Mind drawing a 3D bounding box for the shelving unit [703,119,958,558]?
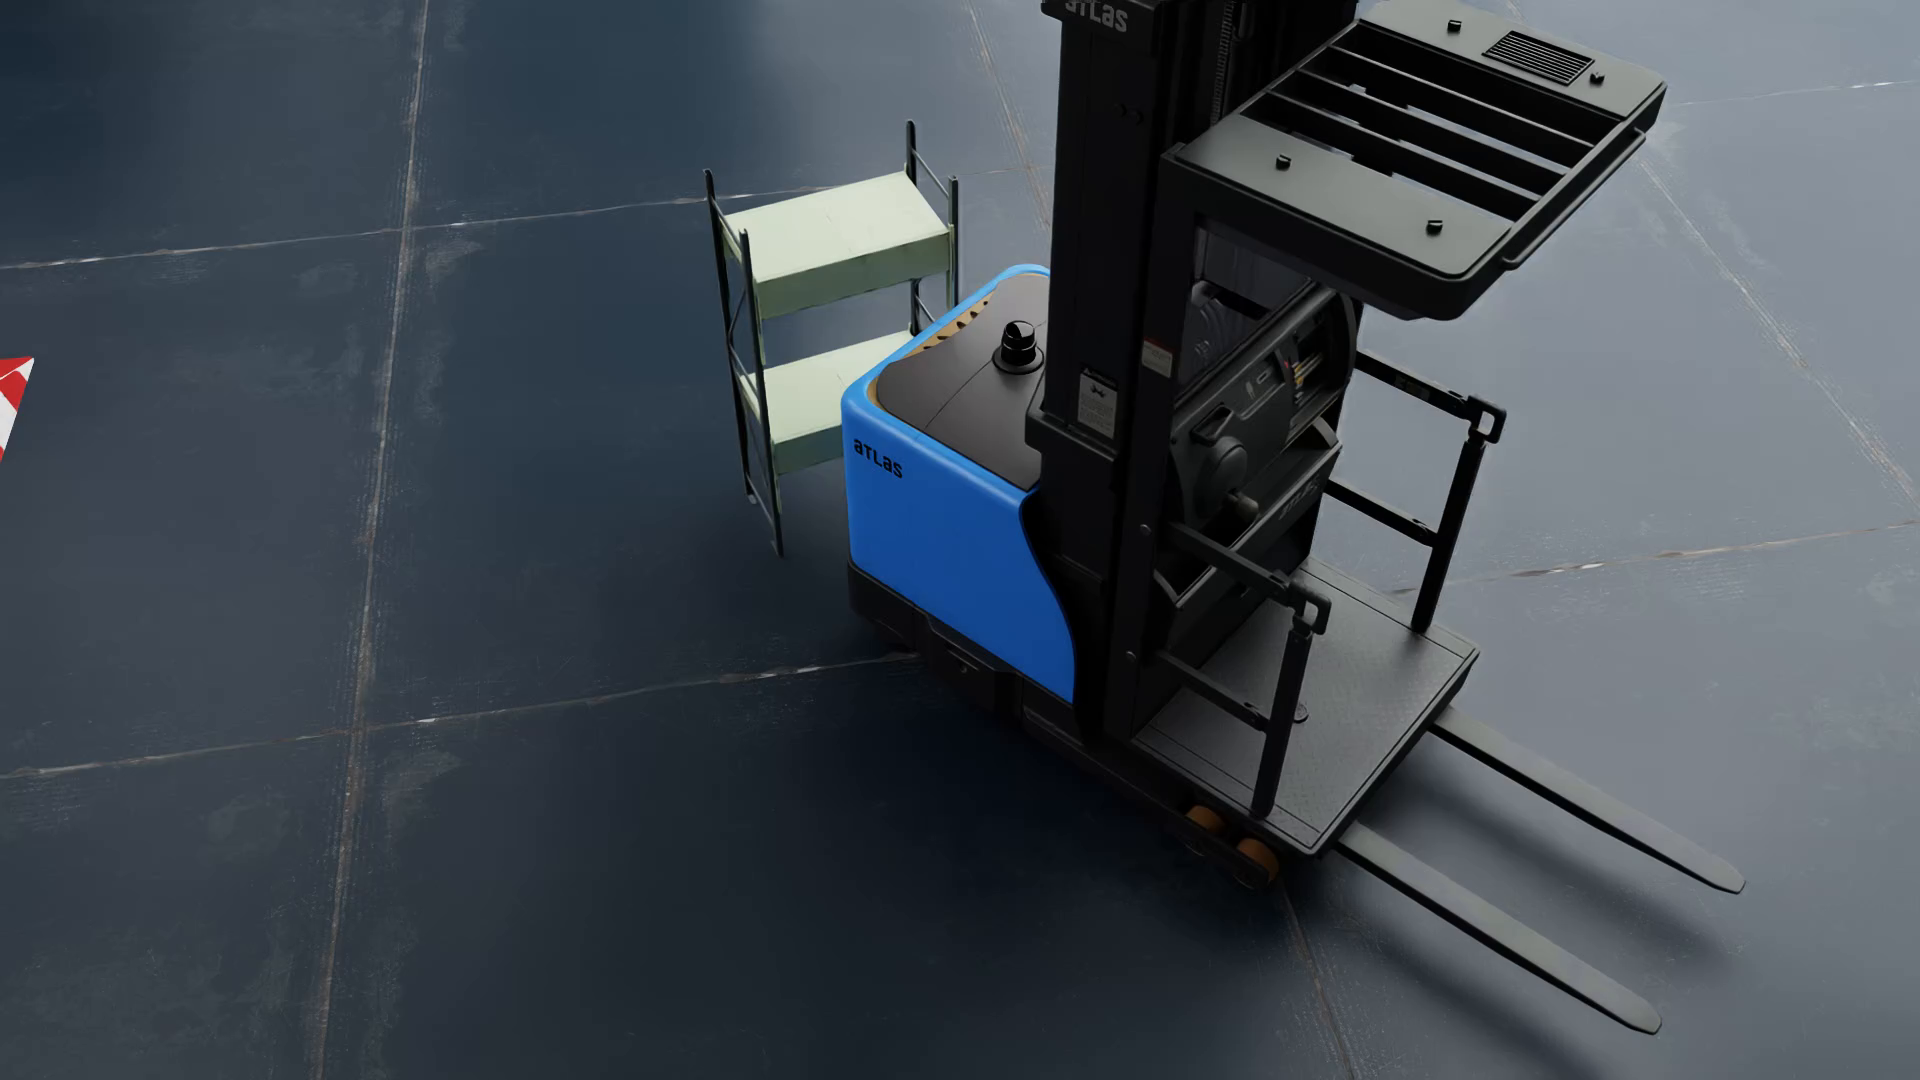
[{"bbox_3d":[-0.431,-0.693,6.060,0.755,1.500,0.431,-18,49,-16],"label":"shelving unit"}]

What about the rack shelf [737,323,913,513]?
[{"bbox_3d":[-0.431,-0.467,6.295,0.720,0.370,0.431,-18,49,-16],"label":"rack shelf"}]

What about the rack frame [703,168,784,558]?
[{"bbox_3d":[-0.765,-0.586,5.957,0.023,1.500,0.400,-18,49,-16],"label":"rack frame"}]

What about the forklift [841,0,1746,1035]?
[{"bbox_3d":[1.045,-0.331,4.717,3.031,2.935,1.130,31,54,27],"label":"forklift"}]

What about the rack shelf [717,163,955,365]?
[{"bbox_3d":[-0.431,-0.964,5.779,0.720,0.370,0.431,-18,49,-16],"label":"rack shelf"}]

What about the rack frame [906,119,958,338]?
[{"bbox_3d":[-0.097,-0.801,6.164,0.023,1.500,0.400,-18,49,-16],"label":"rack frame"}]
